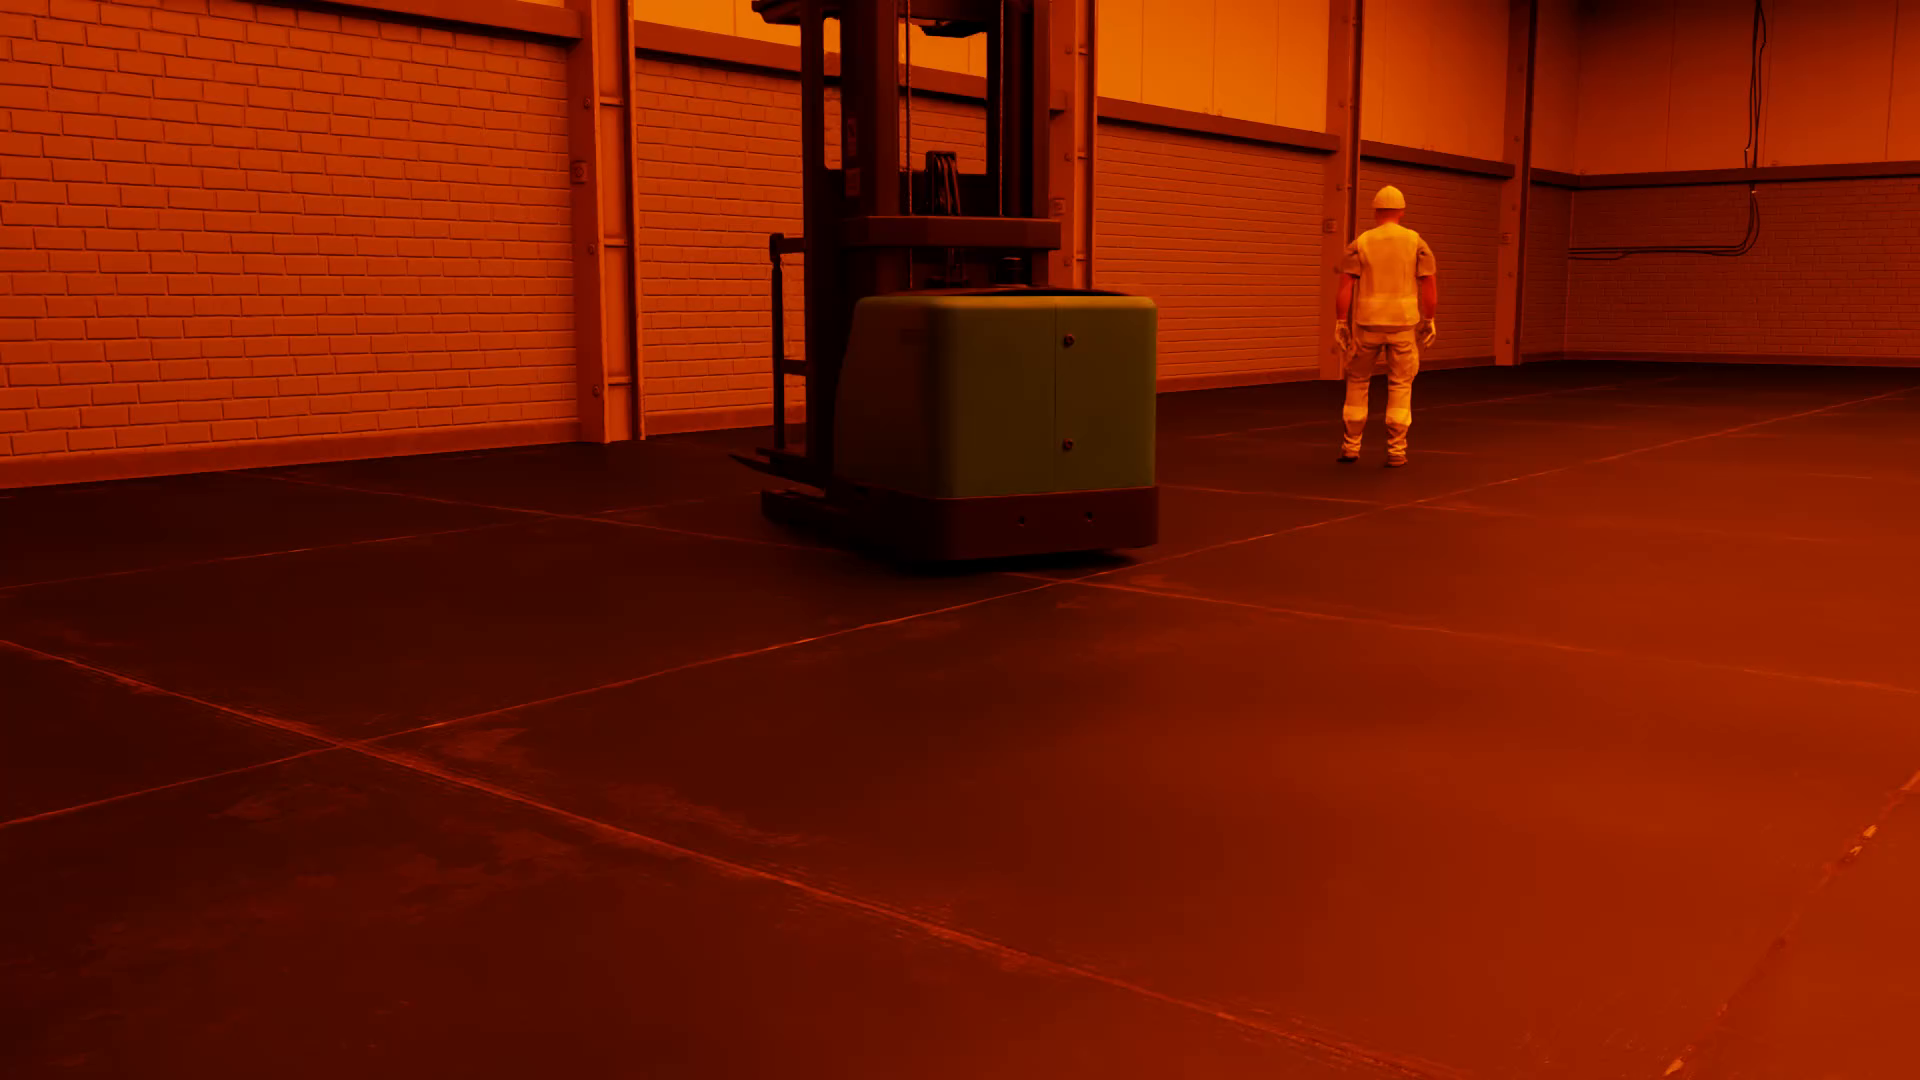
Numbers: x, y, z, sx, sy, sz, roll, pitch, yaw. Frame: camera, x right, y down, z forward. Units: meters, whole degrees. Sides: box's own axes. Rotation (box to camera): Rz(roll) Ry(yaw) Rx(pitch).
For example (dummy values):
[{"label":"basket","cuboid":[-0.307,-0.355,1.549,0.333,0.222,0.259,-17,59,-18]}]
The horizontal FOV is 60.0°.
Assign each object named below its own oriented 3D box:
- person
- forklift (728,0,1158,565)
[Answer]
[{"label":"person","cuboid":[2.744,-1.354,10.725,0.630,1.822,0.525,2,9,14]},{"label":"forklift","cuboid":[-0.294,-1.525,7.702,1.130,2.935,3.031,-4,9,-26]}]
